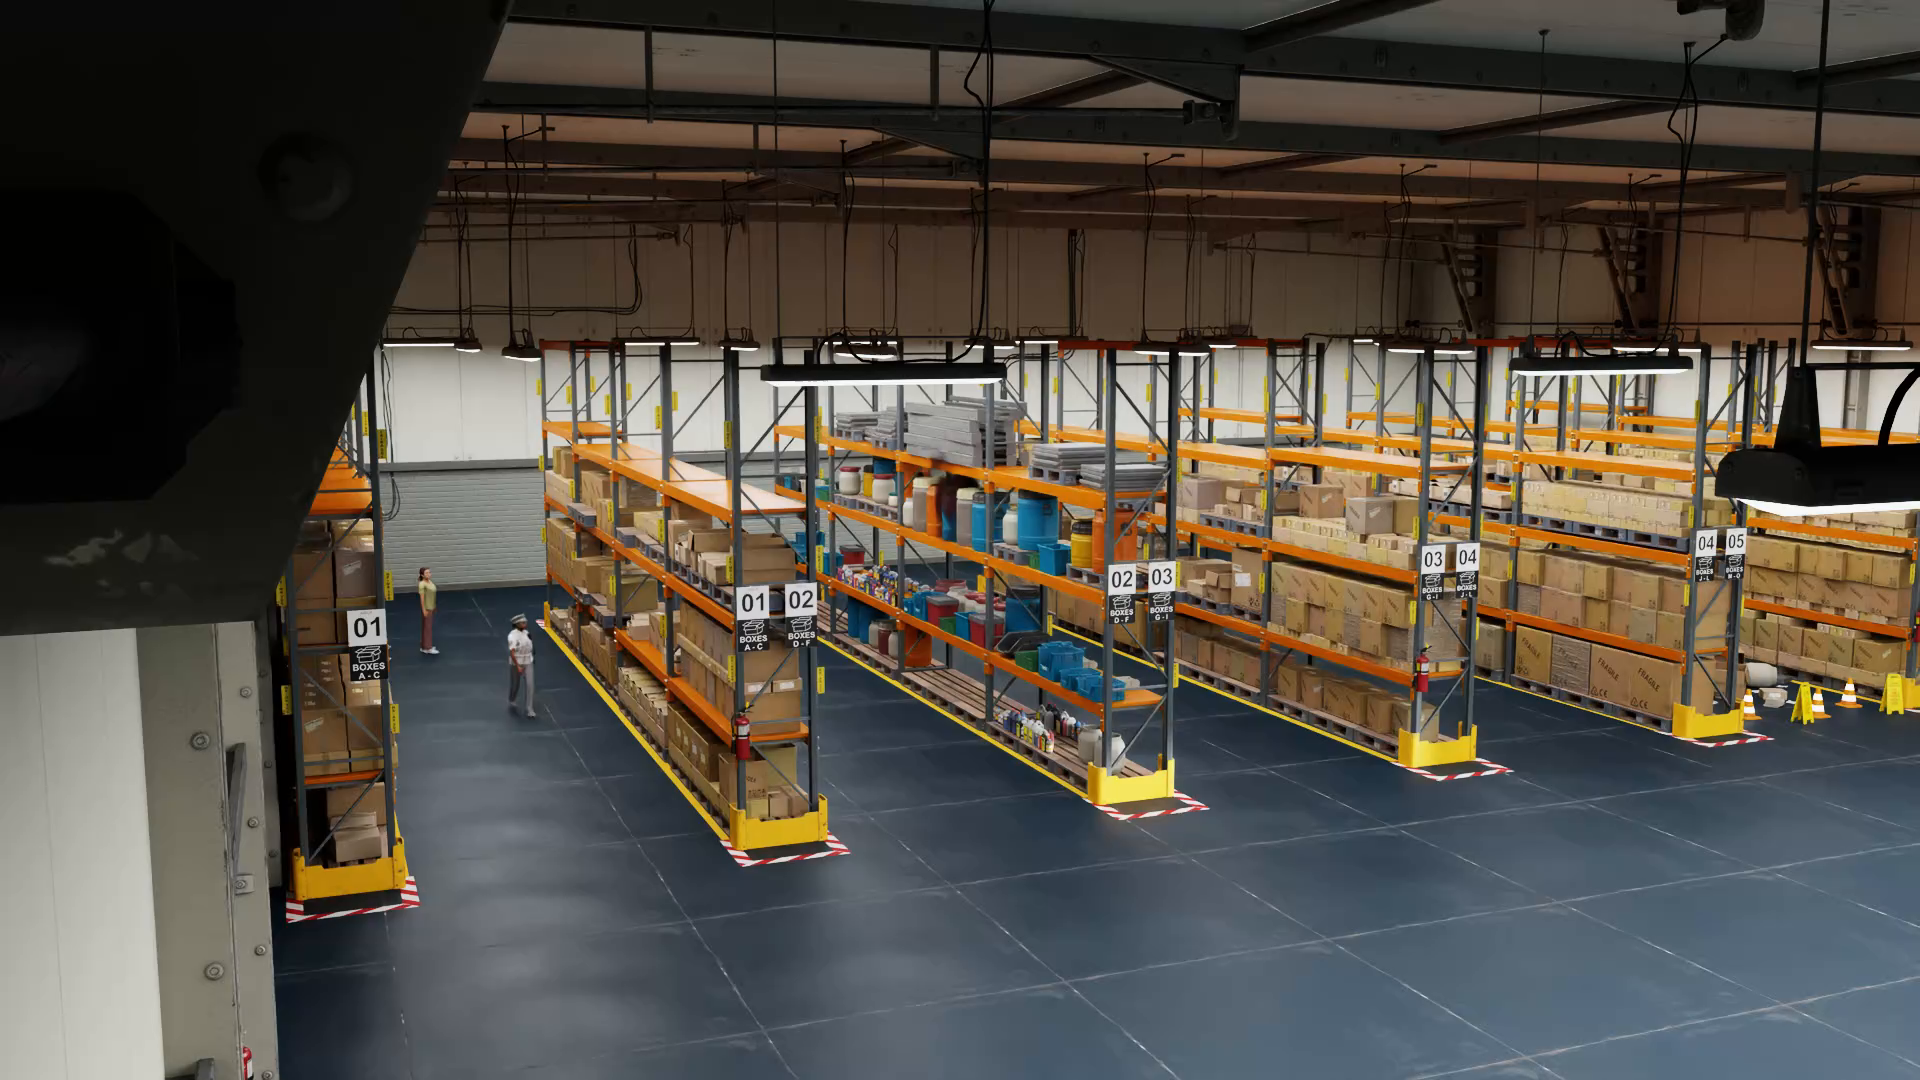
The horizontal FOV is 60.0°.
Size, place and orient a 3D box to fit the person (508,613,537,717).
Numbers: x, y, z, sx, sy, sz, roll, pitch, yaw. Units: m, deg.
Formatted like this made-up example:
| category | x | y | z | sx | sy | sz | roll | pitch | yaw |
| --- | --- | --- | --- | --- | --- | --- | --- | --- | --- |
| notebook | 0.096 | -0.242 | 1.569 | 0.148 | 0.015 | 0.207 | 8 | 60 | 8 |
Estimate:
| category | x | y | z | sx | sy | sz | roll | pitch | yaw |
| --- | --- | --- | --- | --- | --- | --- | --- | --- | --- |
| person | -7.128 | 2.004 | 27.028 | 0.428 | 1.650 | 0.920 | -4 | 8 | -27 |

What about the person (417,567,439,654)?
| category | x | y | z | sx | sy | sz | roll | pitch | yaw |
| --- | --- | --- | --- | --- | --- | --- | --- | --- | --- |
| person | -10.272 | 1.345 | 32.096 | 0.372 | 1.680 | 0.478 | -1 | 8 | -10 |
